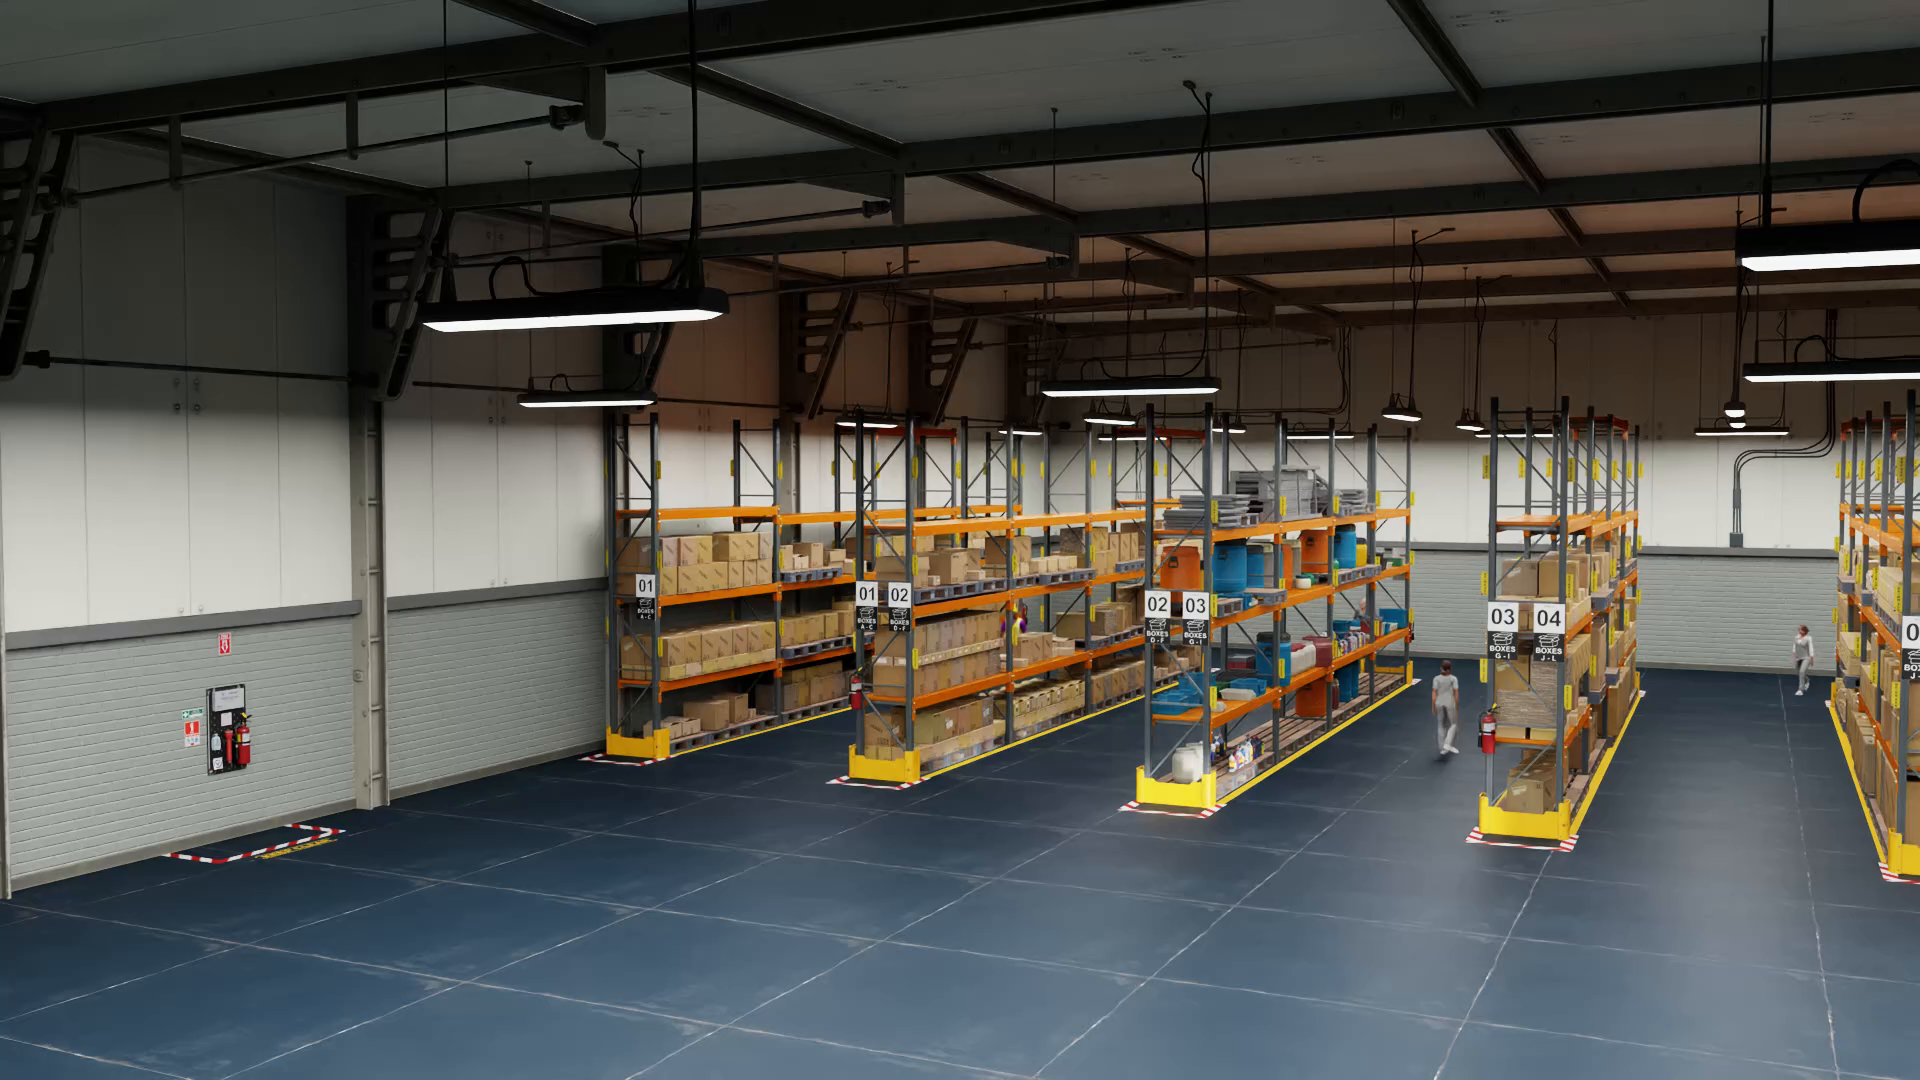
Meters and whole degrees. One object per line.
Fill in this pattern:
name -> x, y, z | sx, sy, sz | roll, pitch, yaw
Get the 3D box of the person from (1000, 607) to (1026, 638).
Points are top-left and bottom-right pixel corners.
person -> 1.268, 2.461, 39.886 | 0.618, 1.717, 1.026 | 1, 3, 23

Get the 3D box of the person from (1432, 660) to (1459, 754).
person -> 8.545, 2.943, 29.244 | 0.482, 1.666, 0.522 | 1, 3, 29

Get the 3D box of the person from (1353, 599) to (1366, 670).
person -> 10.083, 2.357, 41.762 | 0.665, 1.724, 1.047 | 2, 3, 42

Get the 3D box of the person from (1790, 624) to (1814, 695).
person -> 18.780, 2.646, 37.002 | 0.863, 1.555, 0.451 | -2, 3, -38
